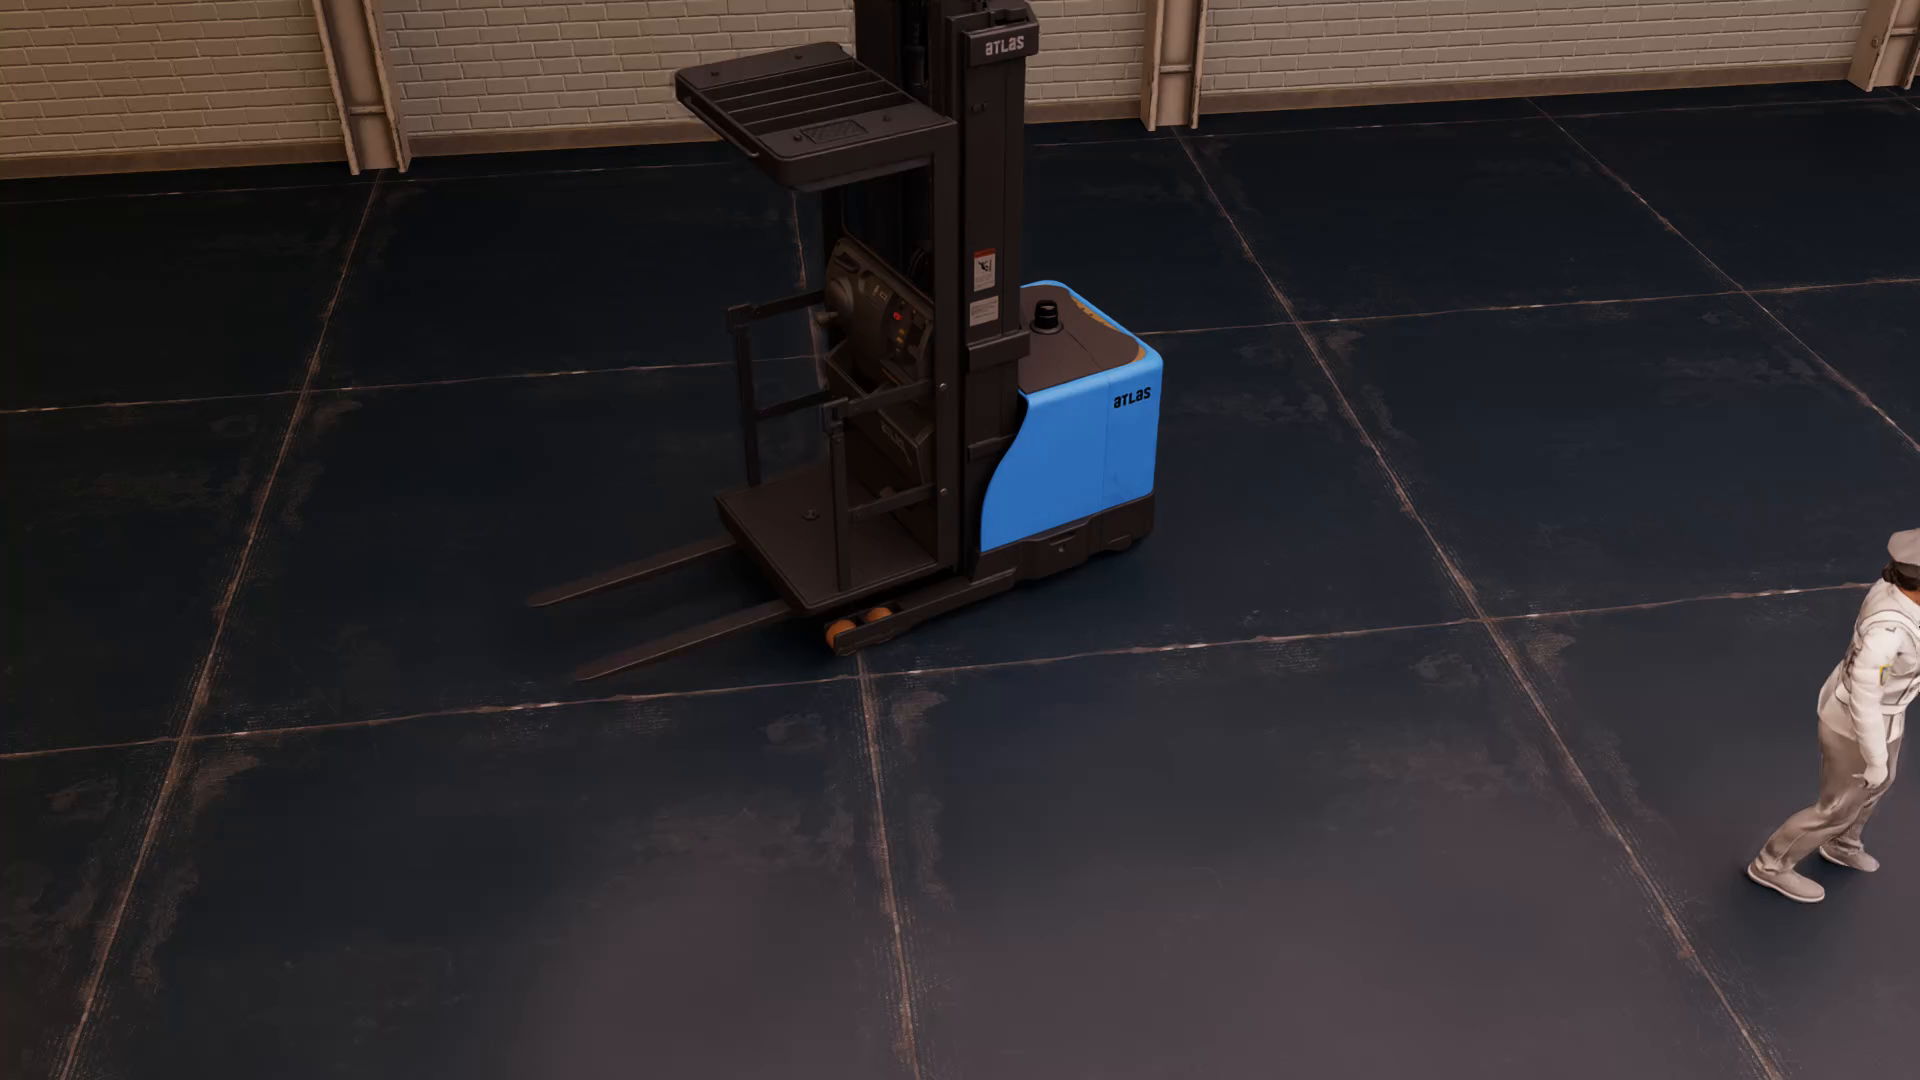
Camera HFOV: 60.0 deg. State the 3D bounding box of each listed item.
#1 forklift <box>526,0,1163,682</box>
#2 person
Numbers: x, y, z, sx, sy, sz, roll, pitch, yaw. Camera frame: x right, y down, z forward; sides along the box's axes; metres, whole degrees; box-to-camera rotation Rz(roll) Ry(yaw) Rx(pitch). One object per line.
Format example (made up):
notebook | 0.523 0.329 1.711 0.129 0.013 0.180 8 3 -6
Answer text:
forklift | -0.548 -1.001 7.409 3.031 2.935 1.130 -19 40 -24
person | 3.414 0.710 6.171 0.492 1.721 0.574 18 40 24
